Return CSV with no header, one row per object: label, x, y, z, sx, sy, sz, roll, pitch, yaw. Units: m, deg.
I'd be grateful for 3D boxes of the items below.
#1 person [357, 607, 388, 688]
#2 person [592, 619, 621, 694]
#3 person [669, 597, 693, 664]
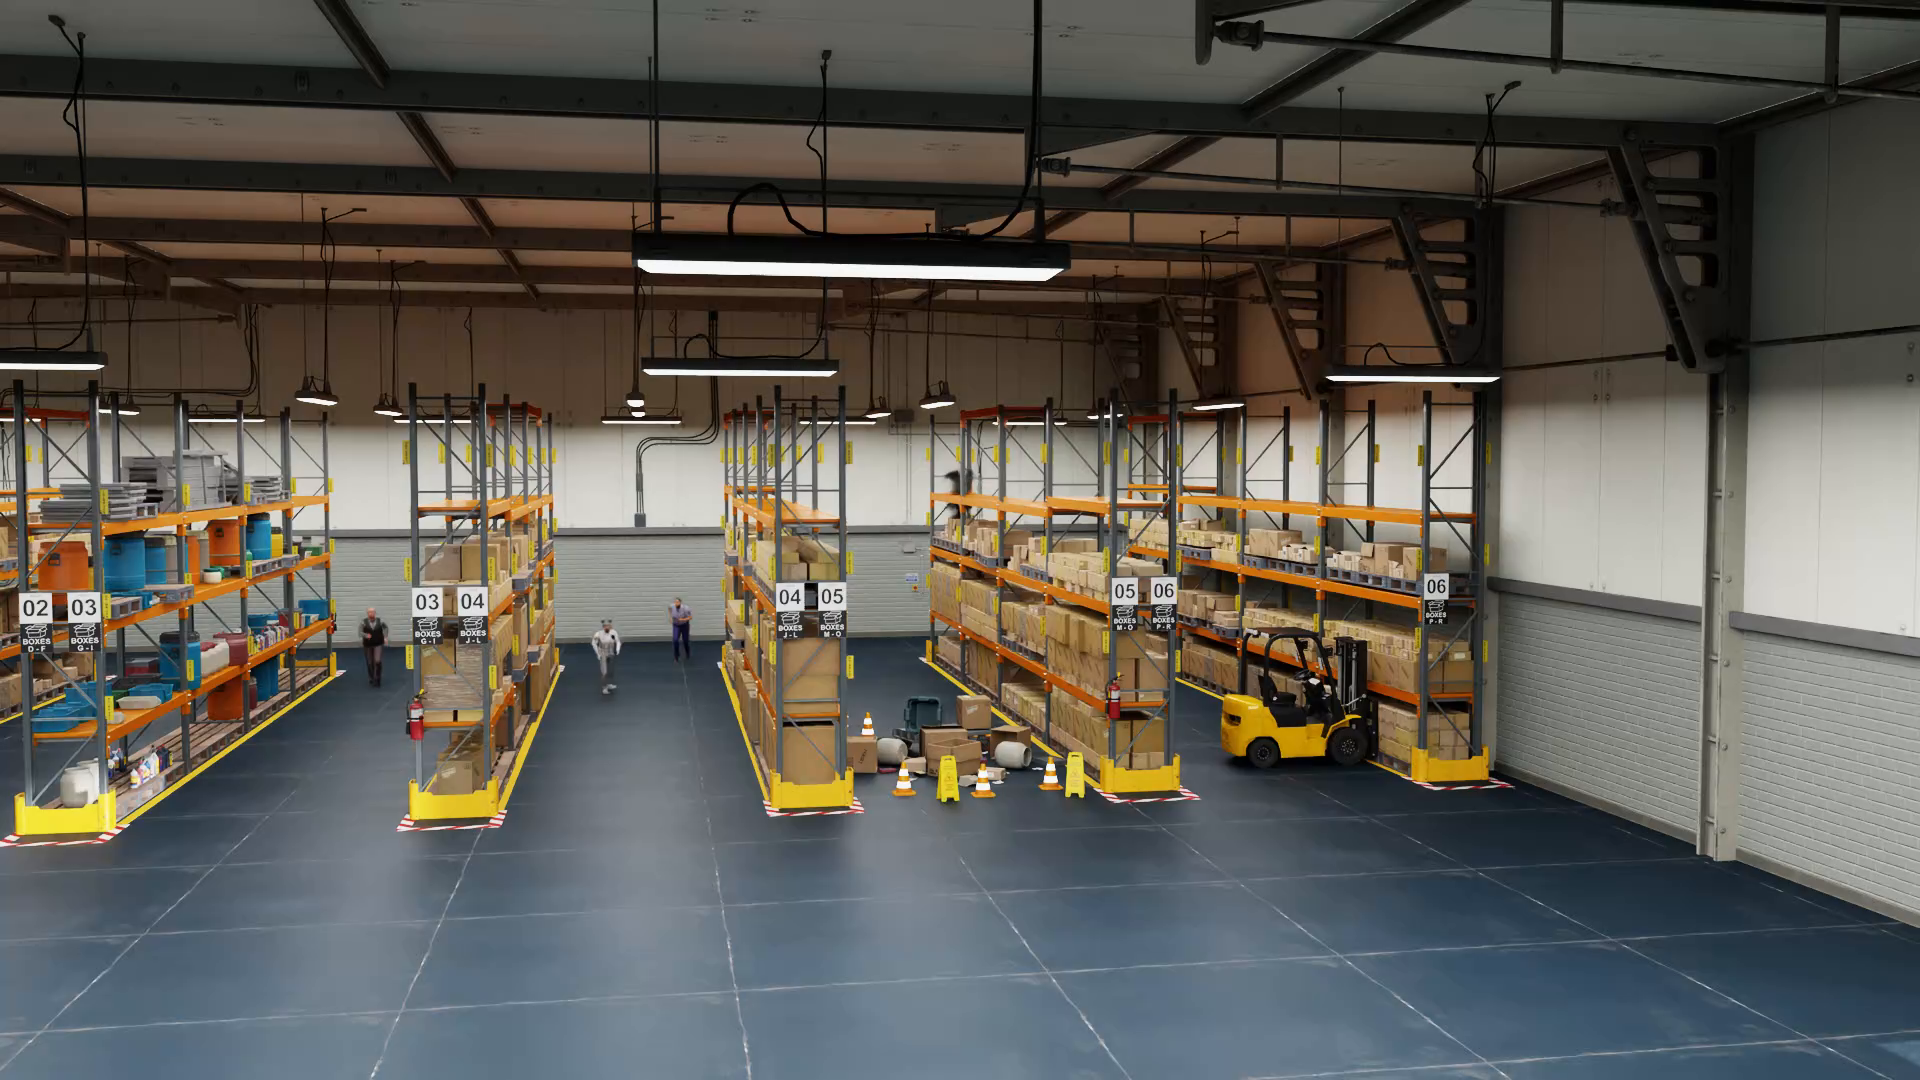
person,-12.693,2.327,35.947,0.596,1.753,0.814,-1,3,-13
person,-7.447,2.438,35.088,0.638,1.600,0.849,-2,4,-35
person,-6.759,2.191,40.380,0.645,1.628,0.924,0,3,7
